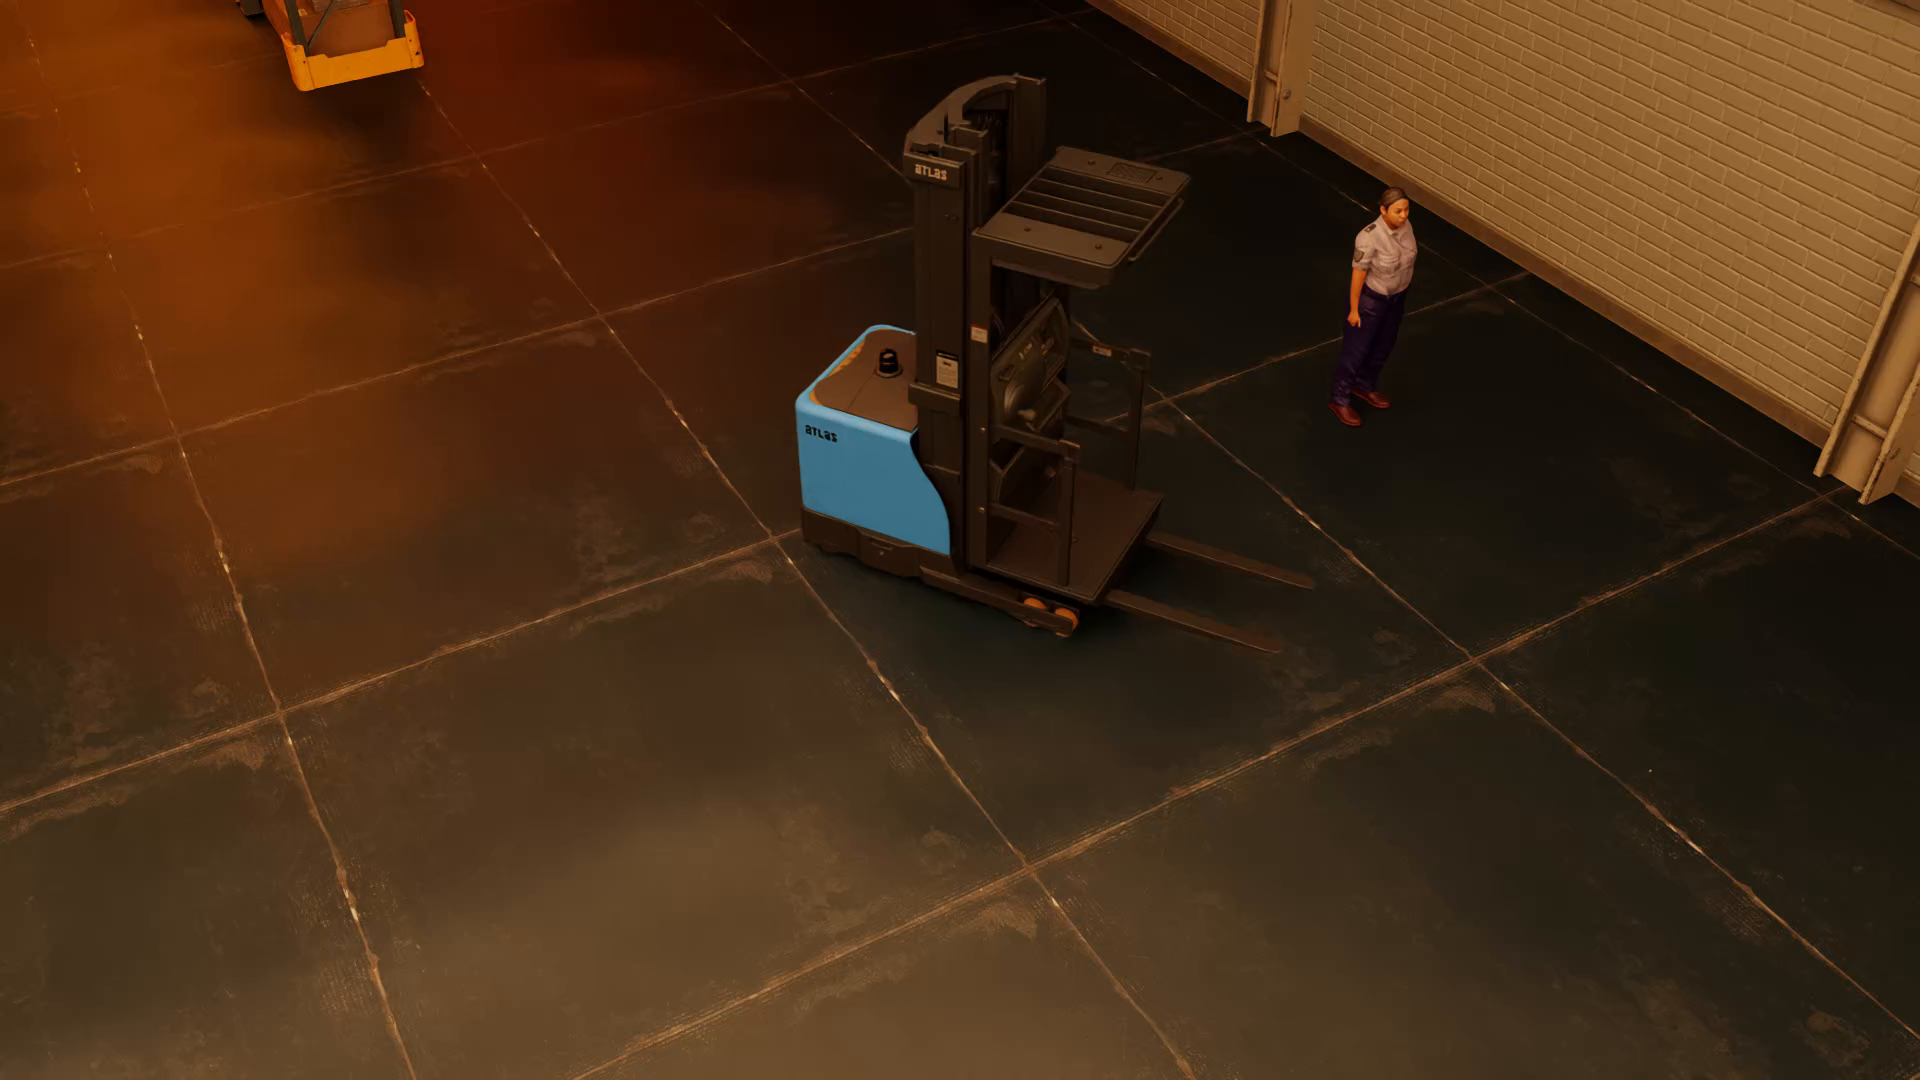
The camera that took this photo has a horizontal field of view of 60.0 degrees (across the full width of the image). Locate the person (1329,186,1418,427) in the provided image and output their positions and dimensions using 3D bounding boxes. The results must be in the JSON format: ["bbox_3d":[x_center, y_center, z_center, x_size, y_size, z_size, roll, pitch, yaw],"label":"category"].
[{"bbox_3d":[2.749,-1.547,10.921,0.482,1.639,0.333,-26,46,-28],"label":"person"}]

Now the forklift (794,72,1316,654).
[{"bbox_3d":[0.573,-0.957,9.190,3.031,2.935,1.130,18,43,20],"label":"forklift"}]
